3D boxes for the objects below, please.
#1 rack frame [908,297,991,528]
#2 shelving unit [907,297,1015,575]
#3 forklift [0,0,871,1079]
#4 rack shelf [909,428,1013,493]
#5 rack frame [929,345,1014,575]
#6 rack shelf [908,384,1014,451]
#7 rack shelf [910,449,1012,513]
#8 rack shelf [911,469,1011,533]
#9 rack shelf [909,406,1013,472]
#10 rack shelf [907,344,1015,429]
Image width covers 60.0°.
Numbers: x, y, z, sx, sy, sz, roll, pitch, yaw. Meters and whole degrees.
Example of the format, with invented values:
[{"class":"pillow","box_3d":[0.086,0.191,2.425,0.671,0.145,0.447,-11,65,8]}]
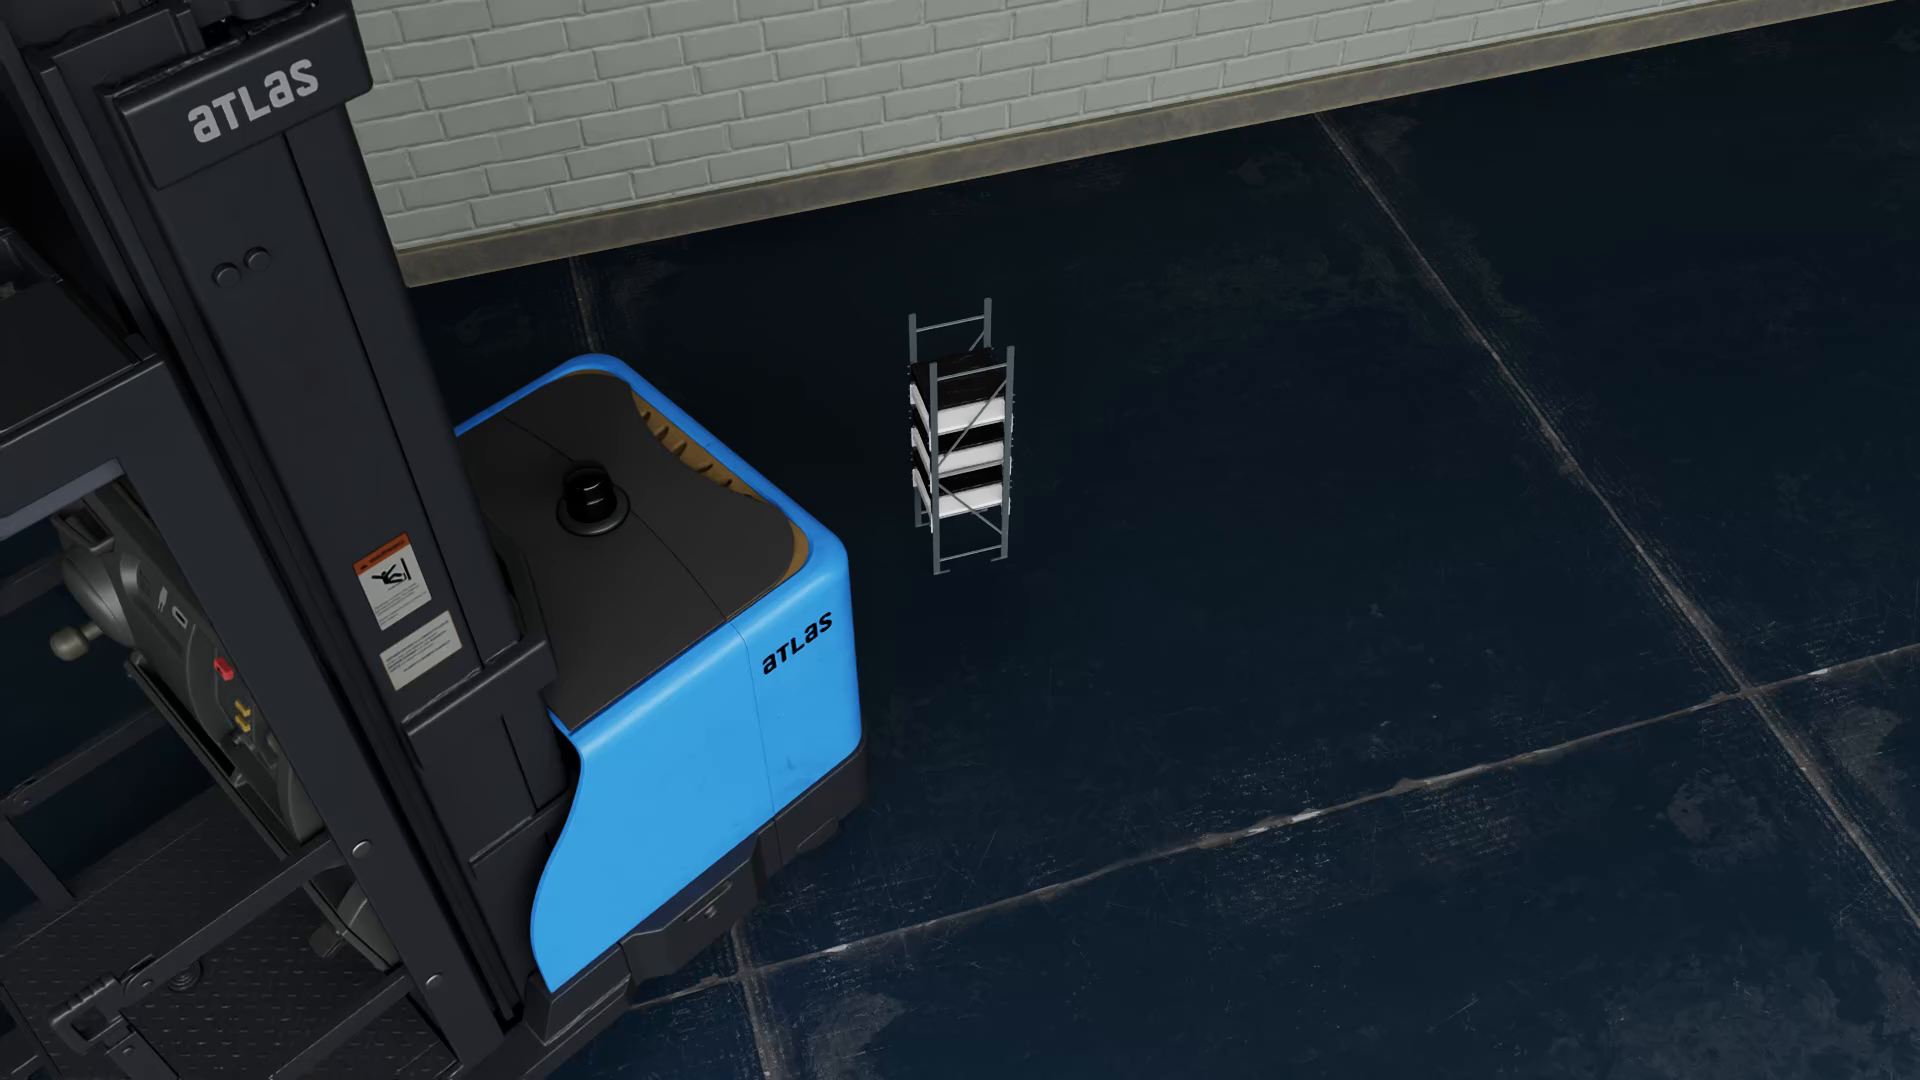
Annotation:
[{"class":"rack frame","box_3d":[-0.028,-0.358,4.964,0.240,0.900,0.006,-13,51,-11]},{"class":"shelving unit","box_3d":[0.002,-0.284,4.901,0.258,0.900,0.210,-13,51,-11]},{"class":"forklift","box_3d":[-1.649,0.294,3.085,3.031,2.935,1.130,-37,59,-27]},{"class":"rack shelf","box_3d":[0.002,-0.263,4.926,0.258,0.077,0.200,-13,51,-11]},{"class":"rack frame","box_3d":[0.032,-0.210,4.838,0.240,0.900,0.006,-13,51,-11]},{"class":"rack shelf","box_3d":[0.002,-0.379,4.789,0.258,0.077,0.200,-13,51,-11]},{"class":"rack shelf","box_3d":[0.002,-0.205,4.995,0.258,0.077,0.200,-13,51,-11]},{"class":"rack shelf","box_3d":[0.002,-0.147,5.064,0.258,0.077,0.200,-13,51,-11]},{"class":"rack shelf","box_3d":[0.002,-0.321,4.858,0.258,0.077,0.200,-13,51,-11]},{"class":"rack shelf","box_3d":[0.002,-0.437,4.720,0.258,0.077,0.200,-13,51,-11]}]
